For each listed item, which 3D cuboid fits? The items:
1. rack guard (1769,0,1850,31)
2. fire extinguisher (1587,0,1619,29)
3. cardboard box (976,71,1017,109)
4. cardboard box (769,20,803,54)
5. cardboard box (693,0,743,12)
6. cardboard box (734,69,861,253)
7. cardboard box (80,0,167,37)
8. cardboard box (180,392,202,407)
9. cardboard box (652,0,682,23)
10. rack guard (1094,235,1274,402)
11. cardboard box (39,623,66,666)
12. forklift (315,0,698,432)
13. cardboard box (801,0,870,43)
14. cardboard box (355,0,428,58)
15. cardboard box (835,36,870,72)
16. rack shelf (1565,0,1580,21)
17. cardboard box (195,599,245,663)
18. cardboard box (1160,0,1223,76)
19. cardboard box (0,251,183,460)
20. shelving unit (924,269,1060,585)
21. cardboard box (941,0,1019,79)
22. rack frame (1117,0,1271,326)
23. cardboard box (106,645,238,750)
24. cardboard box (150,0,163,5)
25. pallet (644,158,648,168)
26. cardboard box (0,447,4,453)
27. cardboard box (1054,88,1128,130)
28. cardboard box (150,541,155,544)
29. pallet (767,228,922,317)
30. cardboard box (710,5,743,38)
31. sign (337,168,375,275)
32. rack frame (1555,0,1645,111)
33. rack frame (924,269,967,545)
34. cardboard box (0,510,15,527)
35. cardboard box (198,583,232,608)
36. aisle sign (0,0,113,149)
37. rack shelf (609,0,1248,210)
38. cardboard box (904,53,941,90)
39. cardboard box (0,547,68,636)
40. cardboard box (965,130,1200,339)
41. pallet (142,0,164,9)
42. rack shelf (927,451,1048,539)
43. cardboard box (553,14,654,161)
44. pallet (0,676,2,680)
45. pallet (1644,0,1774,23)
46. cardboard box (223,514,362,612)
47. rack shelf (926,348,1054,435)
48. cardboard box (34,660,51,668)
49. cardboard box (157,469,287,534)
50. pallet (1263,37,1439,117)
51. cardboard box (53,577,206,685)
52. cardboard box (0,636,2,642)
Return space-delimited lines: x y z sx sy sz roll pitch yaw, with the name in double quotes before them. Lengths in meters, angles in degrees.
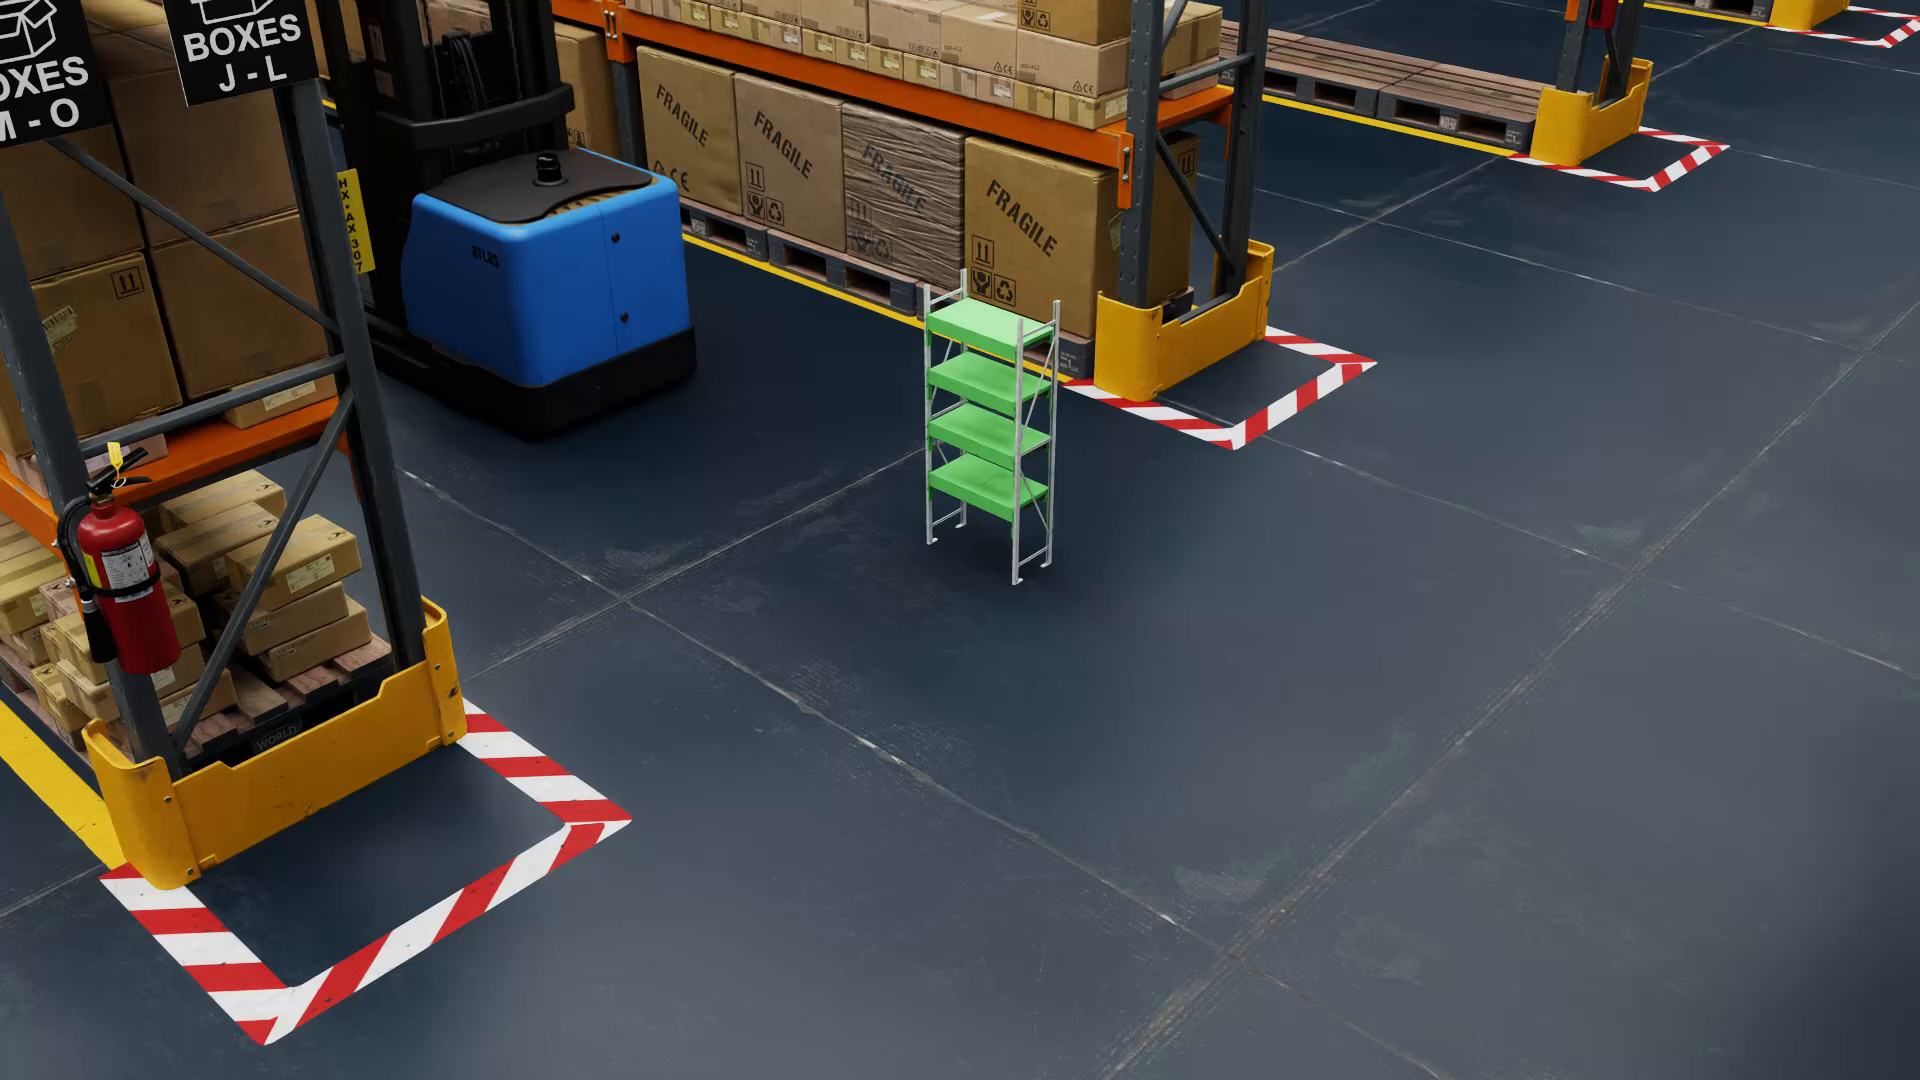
"rack guard" 7.758 -5.000 15.071 0.348 0.500 1.175 25 39 35
"fire extinguisher" 4.295 -3.733 10.979 0.183 0.674 0.296 25 39 35
"cardboard box" 0.299 -2.325 8.447 0.250 0.149 0.380 25 39 35
"cardboard box" -0.844 -2.857 9.330 0.250 0.149 0.380 26 39 36
"cardboard box" -1.264 -3.269 9.628 0.500 0.250 0.500 25 39 35
"cardboard box" -0.699 -2.341 9.884 0.875 0.875 0.875 25 39 35
"cardboard box" -2.772 -1.424 5.352 0.500 0.500 0.500 26 40 36
"cardboard box" -2.476 -0.598 5.579 0.250 0.149 0.380 27 40 37
"cardboard box" -1.611 -3.214 9.924 0.250 0.149 0.380 24 38 34
"rack guard" 1.182 -1.179 8.723 0.348 0.500 1.175 25 39 35
"cardboard box" -2.980 0.333 5.857 0.250 0.149 0.380 24 38 34
"forklift" -2.787 -2.411 8.413 3.031 2.935 1.130 25 39 35
"cardboard box" -0.515 -2.918 9.045 0.500 0.250 0.500 25 39 35
"cardboard box" -3.614 -3.738 12.204 0.875 0.875 1.225 25 39 35
"cardboard box" -0.454 -2.677 9.031 0.250 0.149 0.380 26 40 36
"rack shelf" 3.005 -4.536 12.574 4.000 0.370 1.077 25 39 35
"cardboard box" -2.662 0.282 6.230 0.250 0.149 0.380 25 39 35
"cardboard box" 0.989 -2.590 8.502 0.500 0.250 0.500 24 38 34
"cardboard box" -2.745 -0.624 4.992 0.500 0.500 0.500 26 40 36
"shelving unit" 0.123 -0.457 6.845 0.503 1.200 0.258 25 39 35
"cardboard box" 0.251 -2.563 8.456 0.500 0.250 0.500 24 39 34
"rack frame" 1.164 -2.258 8.092 0.127 3.000 1.000 25 39 35
"cardboard box" -2.769 0.543 5.797 0.250 0.149 0.380 26 40 36
"cardboard box" -6.951 -5.135 14.869 0.500 0.500 0.700 25 39 35
"pallet" -2.424 -2.686 11.507 1.213 0.211 1.003 25 39 35
"cardboard box" -2.830 -0.394 5.239 0.250 0.149 0.380 25 39 35
"cardboard box" 0.679 -2.148 8.153 0.250 0.149 0.380 26 40 36
"cardboard box" -2.979 -0.059 6.508 0.250 0.149 0.380 26 40 36
"pallet" -0.381 -1.732 9.923 1.213 0.211 1.003 25 39 35
"cardboard box" -1.219 -3.033 9.623 0.250 0.149 0.380 24 38 34
"sign" -1.875 -0.975 5.121 0.005 0.325 0.100 25 39 35
"rack frame" 4.488 -4.152 11.238 0.127 3.000 1.000 25 39 35
"rack frame" -0.058 -0.541 6.986 0.015 1.200 0.240 25 39 35
"cardboard box" -3.613 -0.031 6.174 0.250 0.149 0.380 27 40 37
"cardboard box" -2.620 0.122 6.207 0.250 0.149 0.380 25 39 35
"aisle sign" -2.386 -1.370 4.097 0.004 0.787 0.394 25 39 35
"rack shelf" -0.319 -2.642 9.428 4.000 0.370 1.077 25 39 35
"cardboard box" -0.079 -2.500 8.739 0.250 0.149 0.380 24 39 34
"cardboard box" -3.227 0.154 5.866 0.250 0.149 0.380 24 39 34
"cardboard box" 0.636 -1.718 8.849 0.875 0.875 0.875 25 39 35
"pallet" -7.155 -4.947 15.263 1.213 0.211 1.003 25 39 35
"rack shelf" 0.123 -0.196 7.002 0.480 0.148 0.258 25 39 35
"cardboard box" -2.289 -3.126 11.187 0.875 0.875 1.225 25 39 35
"pallet" -3.774 0.055 6.953 1.213 0.211 1.003 25 39 35
"pallet" 7.166 -5.152 15.603 1.213 0.211 1.003 25 39 35
"cardboard box" -2.400 0.079 5.990 0.250 0.149 0.380 23 38 33
"rack shelf" 0.123 -0.608 6.755 0.480 0.148 0.258 25 39 35
"cardboard box" -3.166 0.368 6.087 0.250 0.149 0.380 25 39 35
"cardboard box" -2.785 -0.106 6.299 0.250 0.149 0.380 25 39 35
"pallet" 3.002 -3.680 13.158 1.213 0.211 1.003 25 39 35
"cardboard box" -2.802 0.304 5.617 0.250 0.149 0.380 26 39 36
"cardboard box" -3.589 0.224 6.327 0.250 0.149 0.380 23 38 33
